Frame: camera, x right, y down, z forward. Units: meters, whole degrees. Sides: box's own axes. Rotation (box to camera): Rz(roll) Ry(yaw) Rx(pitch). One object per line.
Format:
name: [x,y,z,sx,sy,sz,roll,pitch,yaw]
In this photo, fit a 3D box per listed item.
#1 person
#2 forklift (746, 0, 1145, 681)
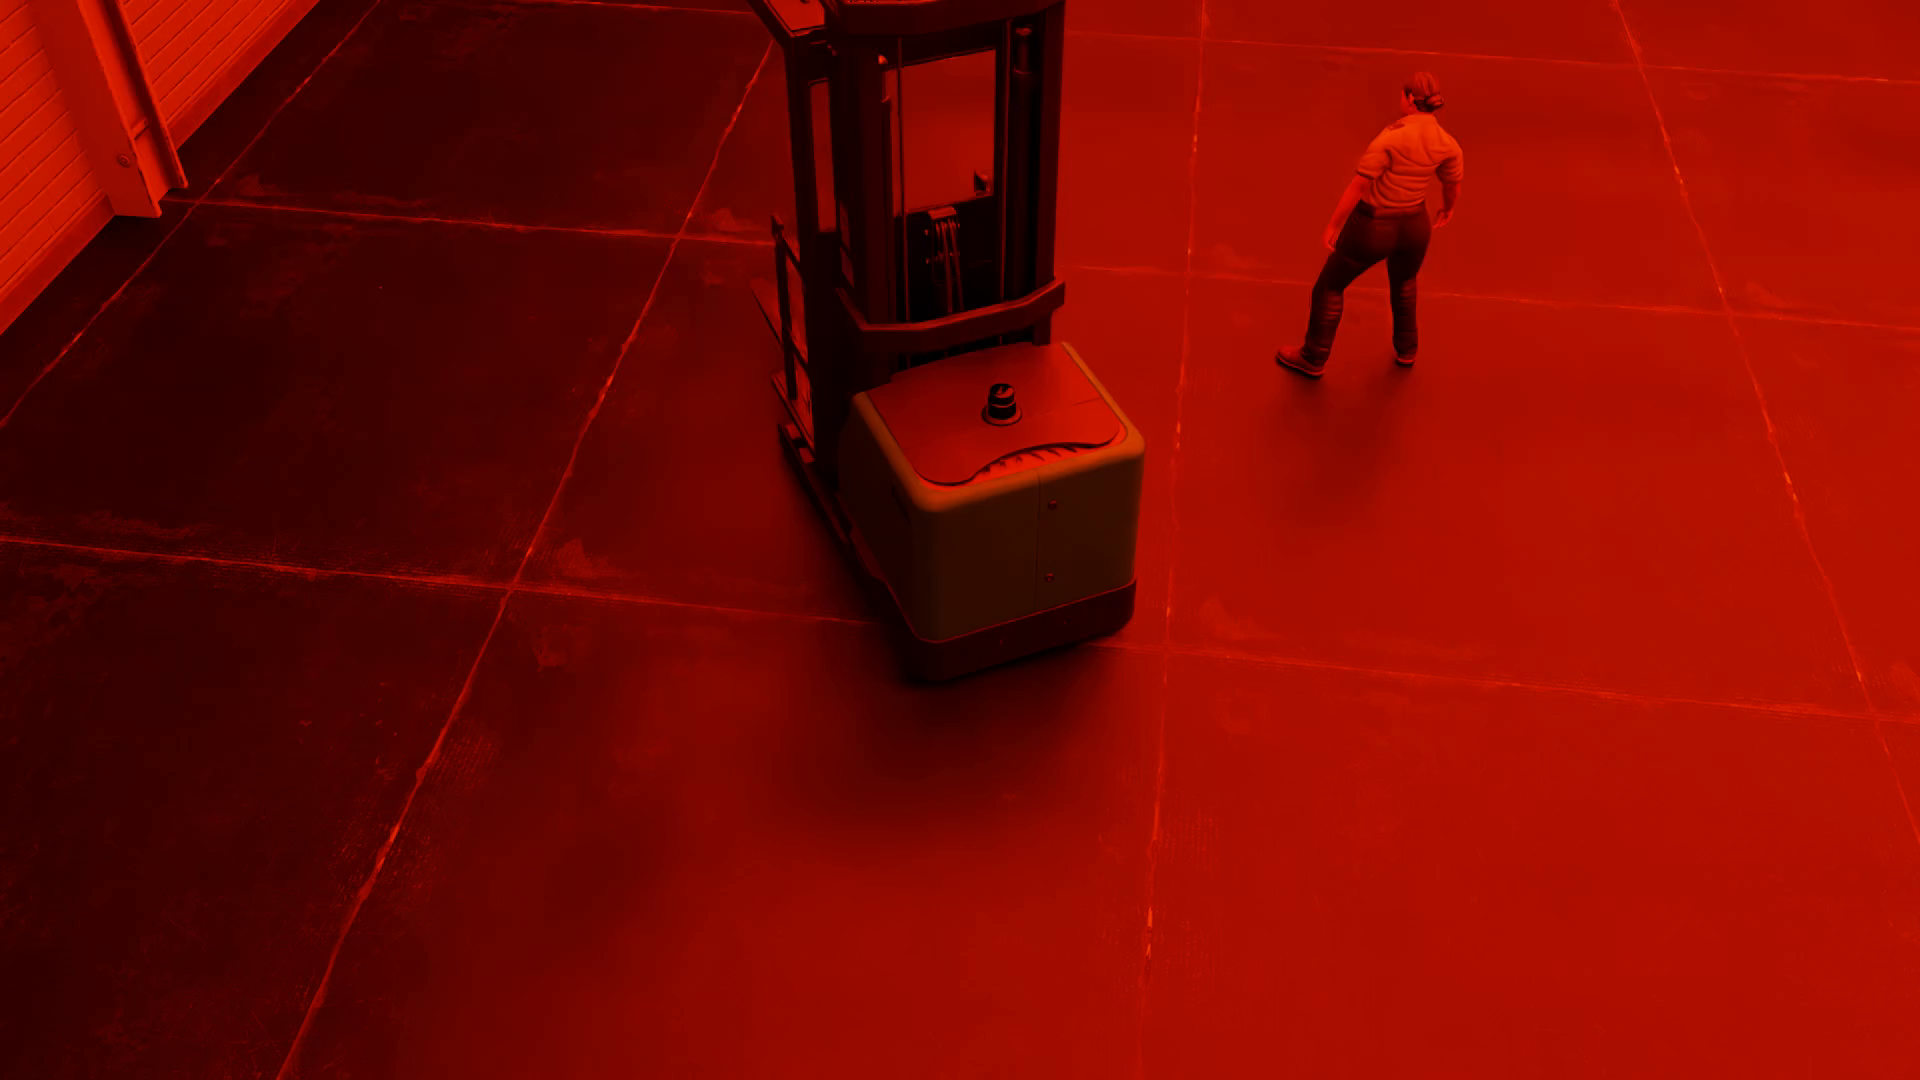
person: [2.149,-1.573,8.426,0.867,1.607,0.353,-9,43,-9]
forklift: [-0.260,-1.480,7.335,1.130,2.935,3.031,-16,45,-16]
